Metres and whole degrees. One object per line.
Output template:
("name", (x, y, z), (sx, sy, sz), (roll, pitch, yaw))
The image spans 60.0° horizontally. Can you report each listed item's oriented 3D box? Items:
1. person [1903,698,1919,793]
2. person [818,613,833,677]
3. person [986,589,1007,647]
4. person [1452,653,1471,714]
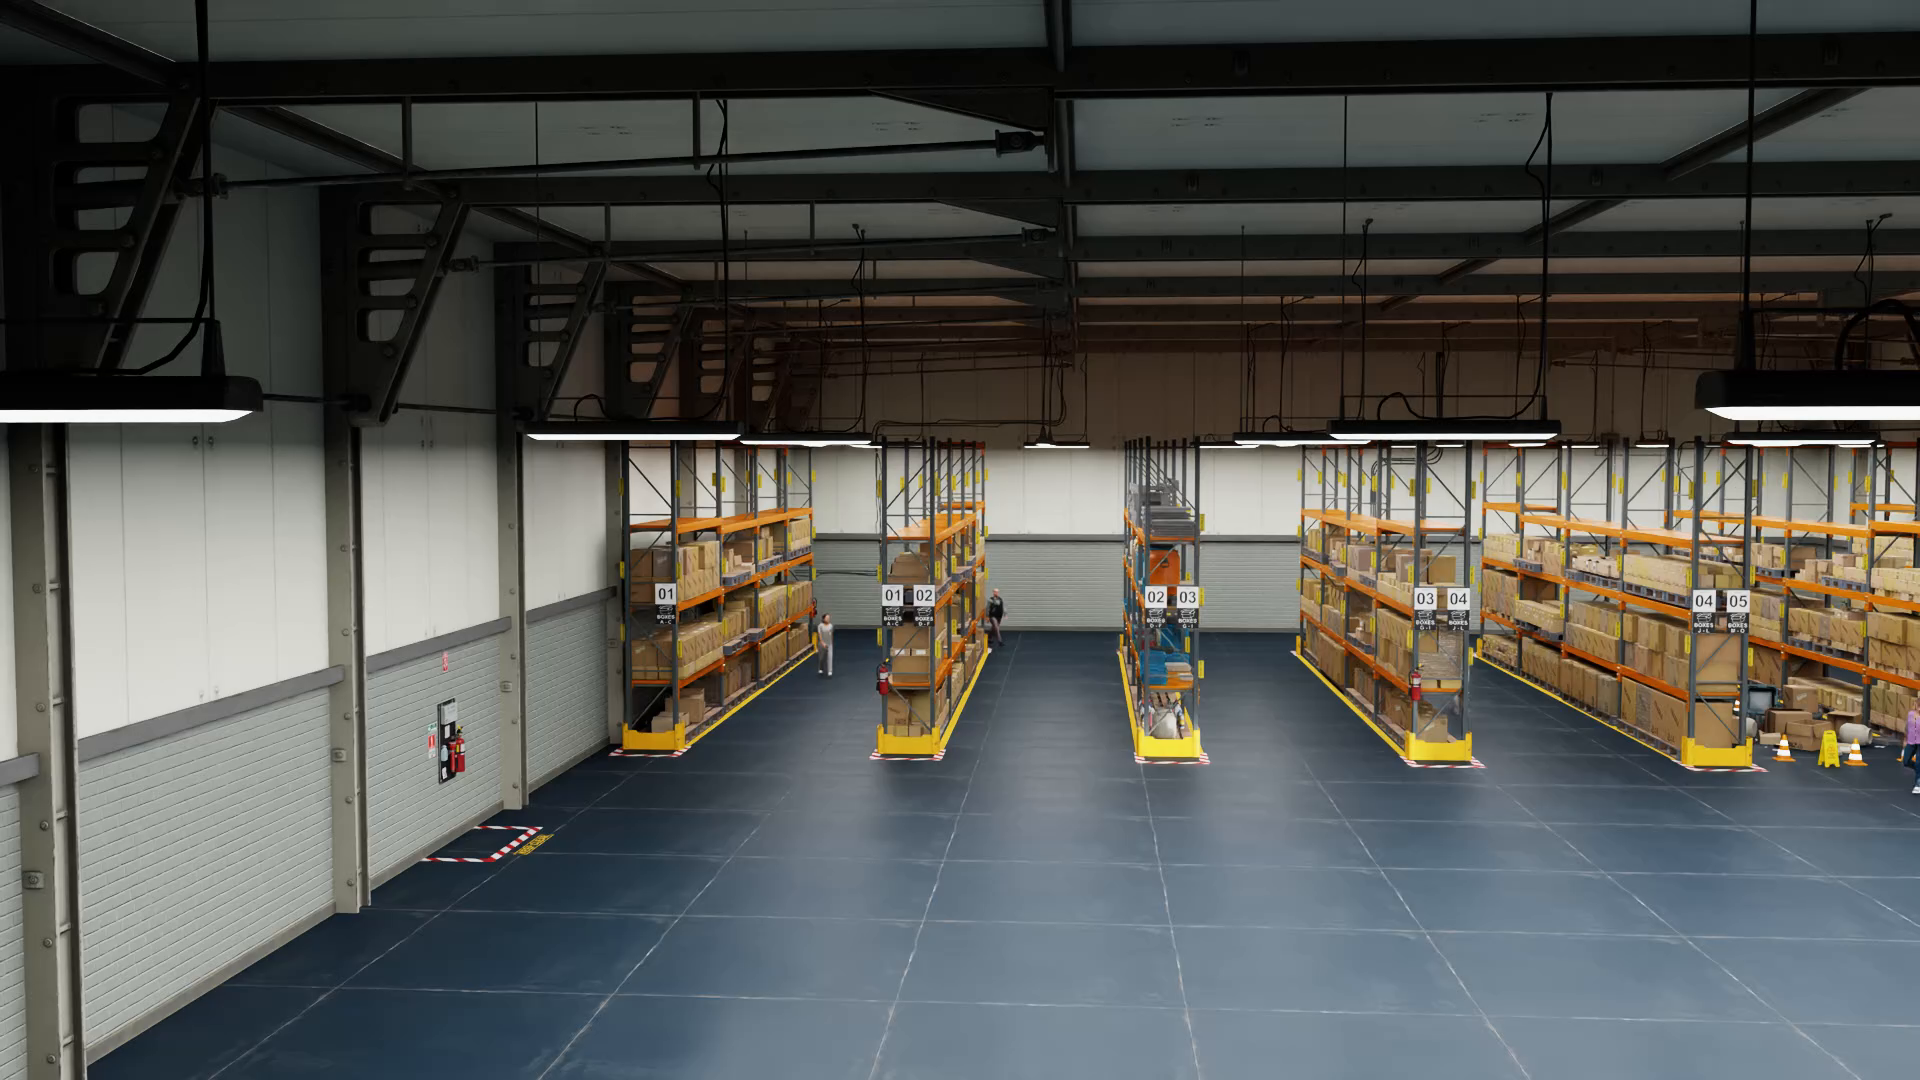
("person", (16.095, 3.434, 27.895), (0.598, 1.572, 0.472), (-2, 4, -33))
("person", (-3.401, 2.654, 42.233), (0.424, 1.587, 1.094), (-1, 3, -14))
("person", (1.075, 2.263, 48.706), (0.539, 1.653, 1.103), (-2, 4, -38))
("person", (10.819, 2.954, 36.109), (0.521, 1.679, 0.501), (0, 3, 7))
